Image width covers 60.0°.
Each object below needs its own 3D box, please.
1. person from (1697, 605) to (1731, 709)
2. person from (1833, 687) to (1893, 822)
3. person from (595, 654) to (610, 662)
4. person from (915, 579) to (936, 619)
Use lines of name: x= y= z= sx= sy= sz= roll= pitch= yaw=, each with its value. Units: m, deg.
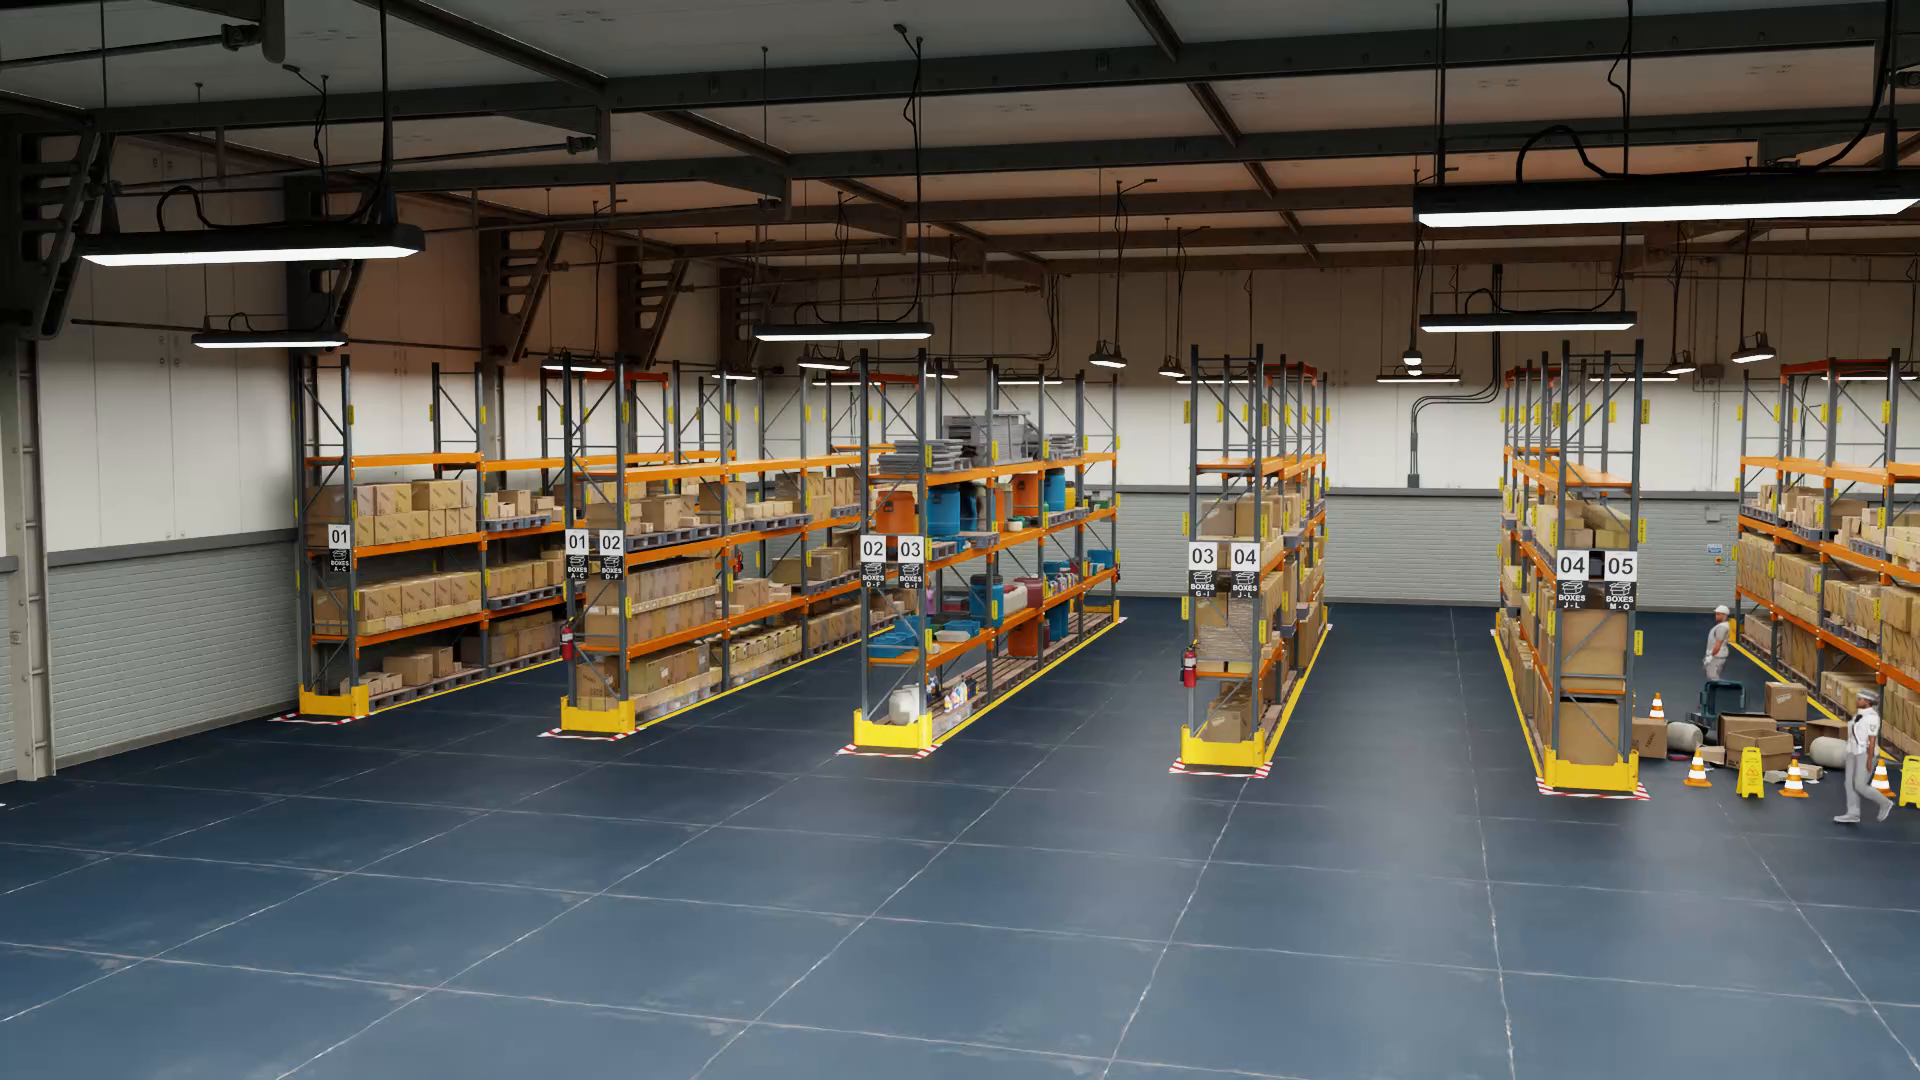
person: x=12.774 y=2.008 z=28.129 sx=0.600 sy=1.818 sz=0.503 roll=-4 pitch=6 yaw=-44
person: x=11.043 y=2.631 z=20.296 sx=0.569 sy=1.677 sz=0.449 roll=0 pitch=4 yaw=-6
person: x=-6.410 y=1.922 z=29.923 sx=0.593 sy=1.824 sz=0.496 roll=-4 pitch=6 yaw=-42
person: x=-0.723 y=1.577 z=35.236 sx=0.433 sy=1.552 sz=0.823 roll=1 pitch=4 yaw=13
